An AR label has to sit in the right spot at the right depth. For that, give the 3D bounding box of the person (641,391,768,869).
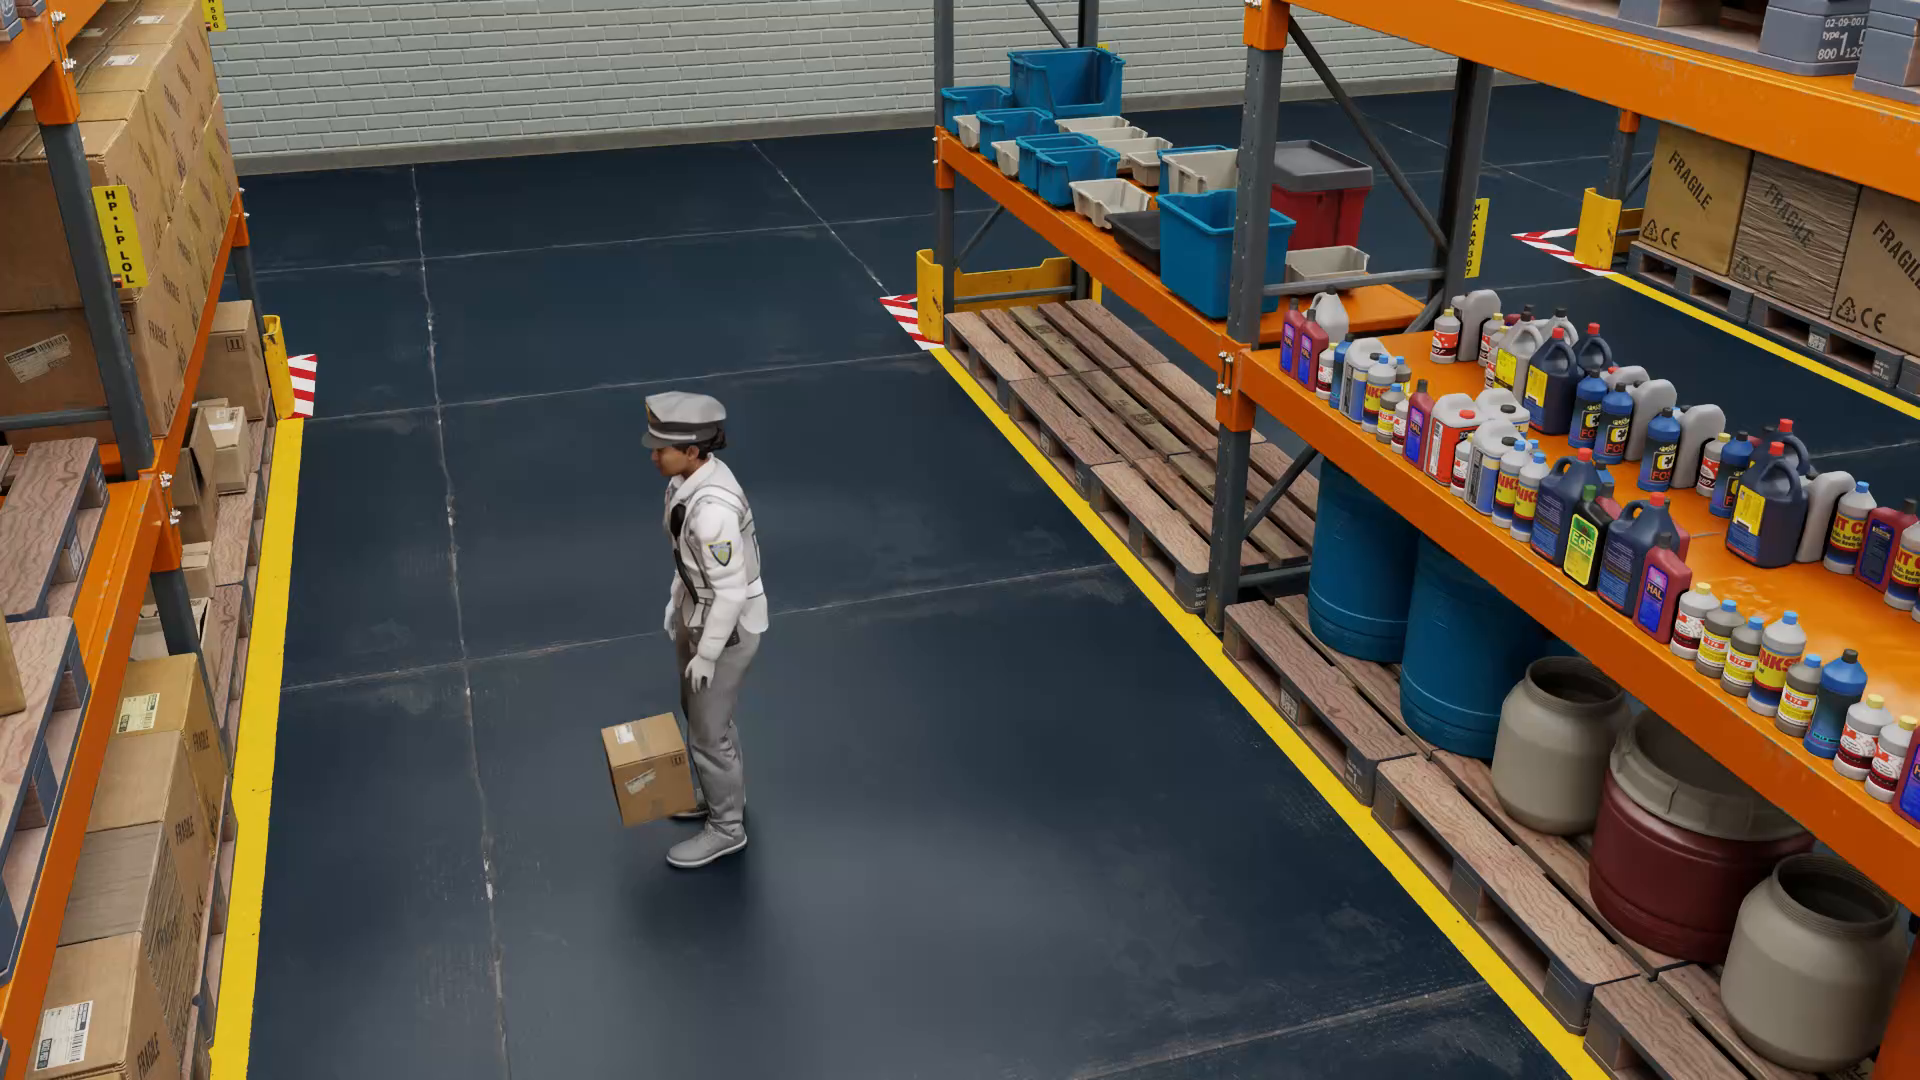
[{"bbox_3d":[-0.849,0.300,5.504,0.411,1.668,0.511,-9,28,-18],"label":"person"}]
